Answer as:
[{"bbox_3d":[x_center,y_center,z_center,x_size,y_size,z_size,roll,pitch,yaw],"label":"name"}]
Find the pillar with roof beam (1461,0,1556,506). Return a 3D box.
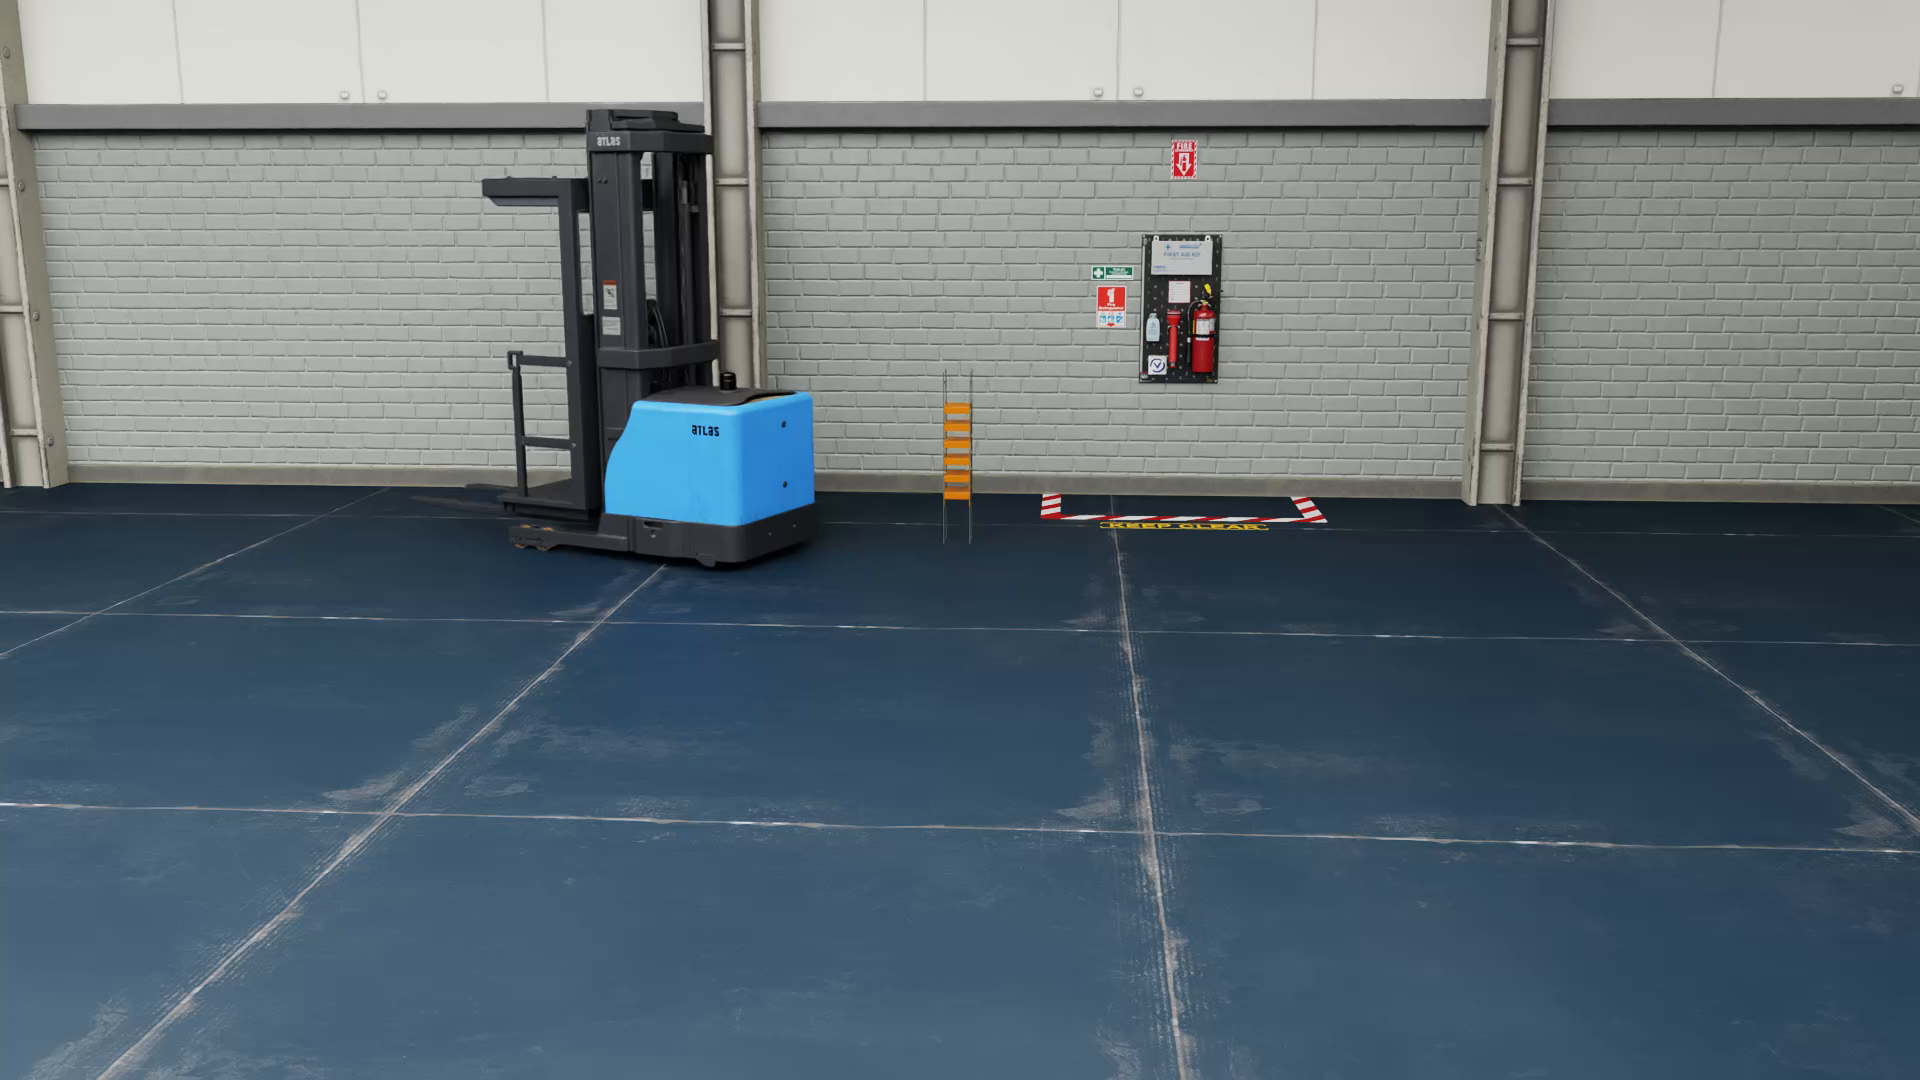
[{"bbox_3d":[3.924,-3.827,8.084,0.400,9.000,9.100,1,12,4],"label":"pillar with roof beam"}]

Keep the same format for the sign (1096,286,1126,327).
[{"bbox_3d":[1.204,-1.858,13.235,0.234,0.329,0.001,1,12,4],"label":"sign"}]

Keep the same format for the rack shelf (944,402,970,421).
[{"bbox_3d":[-0.014,-0.896,11.582,0.180,0.103,0.258,1,12,4],"label":"rack shelf"}]

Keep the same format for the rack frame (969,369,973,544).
[{"bbox_3d":[0.077,-0.586,11.640,0.006,1.200,0.240,1,12,4],"label":"rack frame"}]

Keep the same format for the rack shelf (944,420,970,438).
[{"bbox_3d":[-0.014,-0.779,11.606,0.180,0.103,0.258,1,12,4],"label":"rack shelf"}]

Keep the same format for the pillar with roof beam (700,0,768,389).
[{"bbox_3d":[-2.063,-3.909,8.477,0.400,9.000,9.100,1,12,4],"label":"pillar with roof beam"}]

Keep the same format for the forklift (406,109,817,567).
[{"bbox_3d":[-2.544,-1.445,11.517,3.031,2.935,1.130,6,13,26],"label":"forklift"}]

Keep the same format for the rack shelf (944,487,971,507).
[{"bbox_3d":[-0.014,-0.309,11.704,0.180,0.103,0.258,1,12,4],"label":"rack shelf"}]

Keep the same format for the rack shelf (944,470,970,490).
[{"bbox_3d":[-0.014,-0.427,11.680,0.180,0.103,0.258,1,12,4],"label":"rack shelf"}]

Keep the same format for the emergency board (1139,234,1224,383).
[{"bbox_3d":[1.748,-1.811,13.102,0.643,1.169,0.194,1,12,4],"label":"emergency board"}]

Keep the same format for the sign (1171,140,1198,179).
[{"bbox_3d":[1.747,-2.967,12.962,0.199,0.298,0.001,1,12,4],"label":"sign"}]

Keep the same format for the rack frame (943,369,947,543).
[{"bbox_3d":[-0.106,-0.589,11.652,0.006,1.200,0.240,1,12,4],"label":"rack frame"}]

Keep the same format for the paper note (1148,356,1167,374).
[{"bbox_3d":[1.576,-1.397,13.271,0.142,0.148,0.016,1,12,4],"label":"paper note"}]

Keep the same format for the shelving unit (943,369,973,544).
[{"bbox_3d":[-0.014,-0.587,11.646,0.189,1.200,0.258,1,12,4],"label":"shelving unit"}]

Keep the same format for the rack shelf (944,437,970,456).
[{"bbox_3d":[-0.014,-0.661,11.631,0.180,0.103,0.258,1,12,4],"label":"rack shelf"}]

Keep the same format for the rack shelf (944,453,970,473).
[{"bbox_3d":[-0.014,-0.544,11.655,0.180,0.103,0.258,1,12,4],"label":"rack shelf"}]

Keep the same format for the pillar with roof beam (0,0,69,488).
[{"bbox_3d":[-8.049,-3.991,8.869,0.400,9.000,9.100,1,12,4],"label":"pillar with roof beam"}]

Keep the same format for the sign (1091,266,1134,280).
[{"bbox_3d":[1.208,-2.115,13.172,0.331,0.109,0.001,1,12,4],"label":"sign"}]
